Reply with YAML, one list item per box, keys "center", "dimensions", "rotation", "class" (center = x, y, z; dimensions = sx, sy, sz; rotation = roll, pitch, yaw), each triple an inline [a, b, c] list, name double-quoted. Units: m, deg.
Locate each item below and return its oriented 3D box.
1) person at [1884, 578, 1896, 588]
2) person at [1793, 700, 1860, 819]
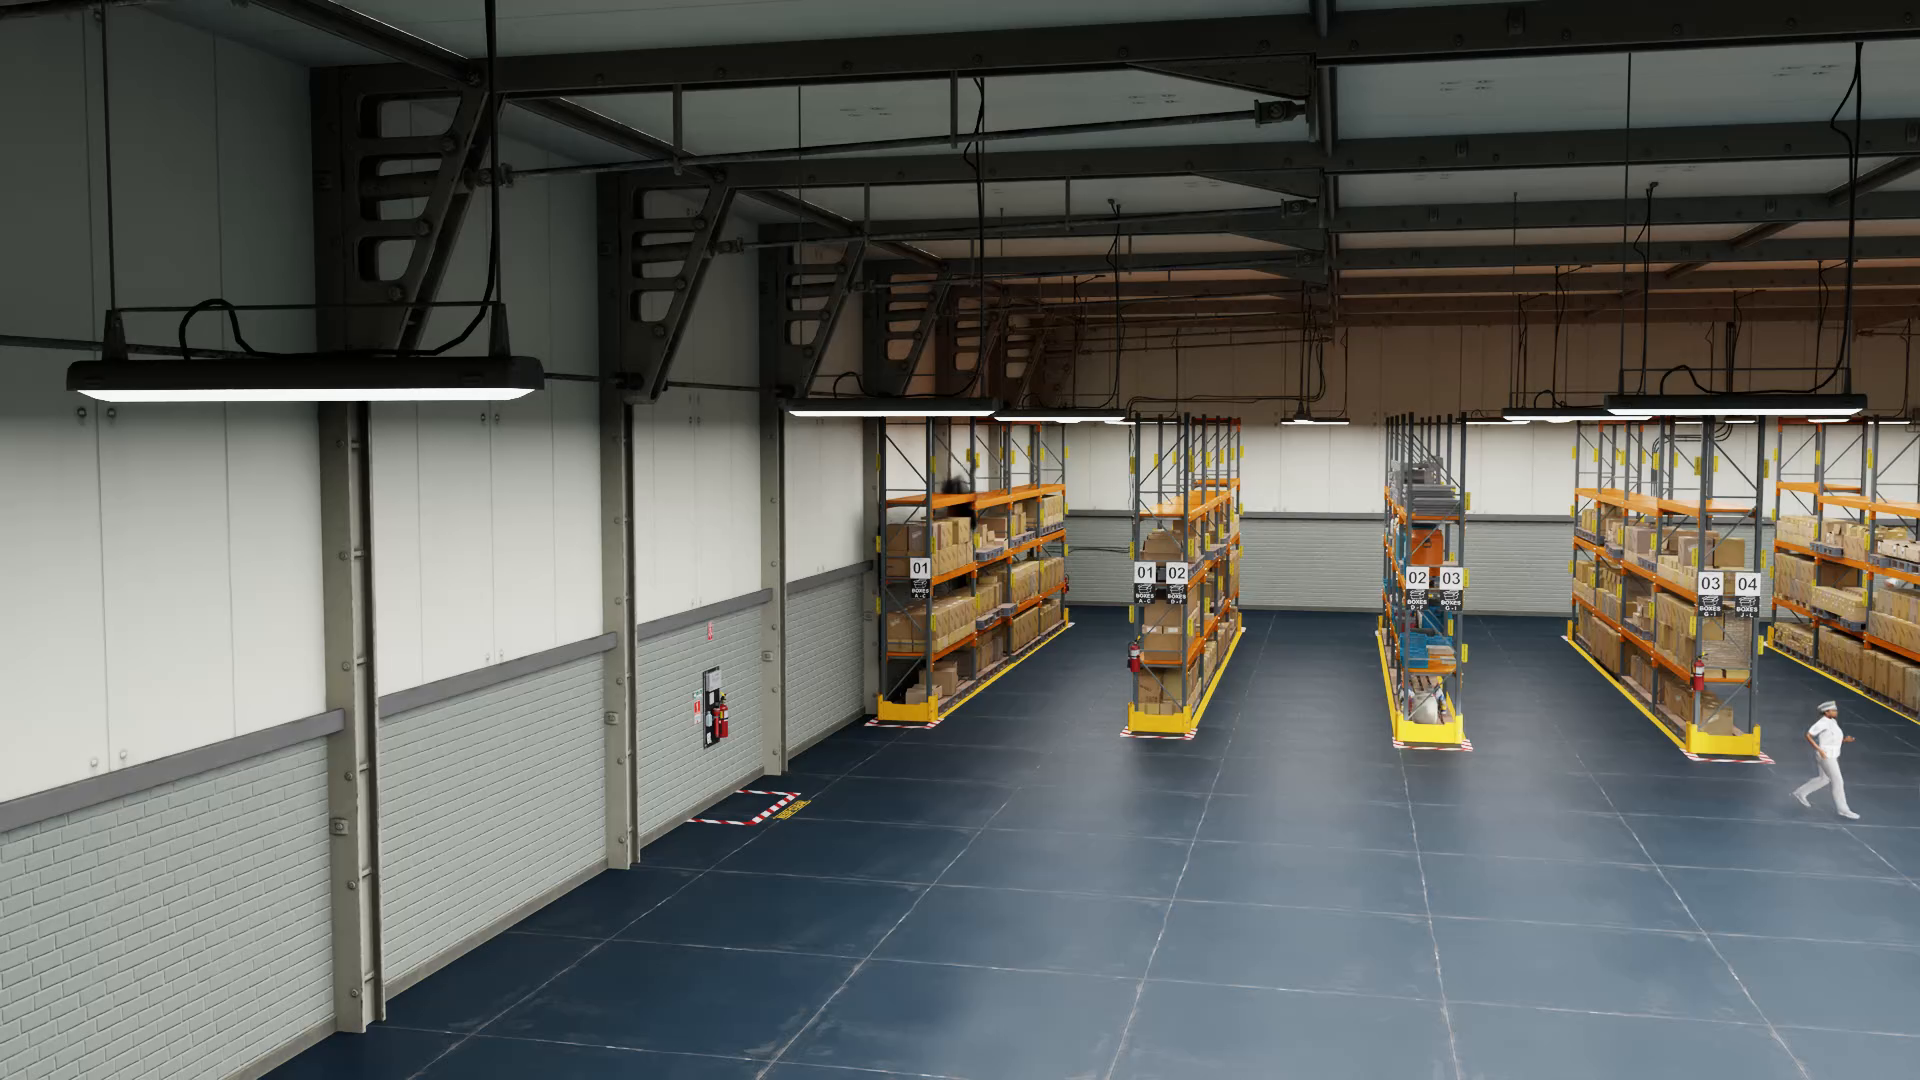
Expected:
- center: [24.716, 1.875, 44.218]
  dimensions: [0.636, 1.733, 0.687]
  rotation: [1, 4, 17]
  class: "person"
- center: [12.794, 3.195, 24.507]
  dimensions: [0.917, 1.684, 0.574]
  rotation: [3, 5, 42]
  class: "person"
